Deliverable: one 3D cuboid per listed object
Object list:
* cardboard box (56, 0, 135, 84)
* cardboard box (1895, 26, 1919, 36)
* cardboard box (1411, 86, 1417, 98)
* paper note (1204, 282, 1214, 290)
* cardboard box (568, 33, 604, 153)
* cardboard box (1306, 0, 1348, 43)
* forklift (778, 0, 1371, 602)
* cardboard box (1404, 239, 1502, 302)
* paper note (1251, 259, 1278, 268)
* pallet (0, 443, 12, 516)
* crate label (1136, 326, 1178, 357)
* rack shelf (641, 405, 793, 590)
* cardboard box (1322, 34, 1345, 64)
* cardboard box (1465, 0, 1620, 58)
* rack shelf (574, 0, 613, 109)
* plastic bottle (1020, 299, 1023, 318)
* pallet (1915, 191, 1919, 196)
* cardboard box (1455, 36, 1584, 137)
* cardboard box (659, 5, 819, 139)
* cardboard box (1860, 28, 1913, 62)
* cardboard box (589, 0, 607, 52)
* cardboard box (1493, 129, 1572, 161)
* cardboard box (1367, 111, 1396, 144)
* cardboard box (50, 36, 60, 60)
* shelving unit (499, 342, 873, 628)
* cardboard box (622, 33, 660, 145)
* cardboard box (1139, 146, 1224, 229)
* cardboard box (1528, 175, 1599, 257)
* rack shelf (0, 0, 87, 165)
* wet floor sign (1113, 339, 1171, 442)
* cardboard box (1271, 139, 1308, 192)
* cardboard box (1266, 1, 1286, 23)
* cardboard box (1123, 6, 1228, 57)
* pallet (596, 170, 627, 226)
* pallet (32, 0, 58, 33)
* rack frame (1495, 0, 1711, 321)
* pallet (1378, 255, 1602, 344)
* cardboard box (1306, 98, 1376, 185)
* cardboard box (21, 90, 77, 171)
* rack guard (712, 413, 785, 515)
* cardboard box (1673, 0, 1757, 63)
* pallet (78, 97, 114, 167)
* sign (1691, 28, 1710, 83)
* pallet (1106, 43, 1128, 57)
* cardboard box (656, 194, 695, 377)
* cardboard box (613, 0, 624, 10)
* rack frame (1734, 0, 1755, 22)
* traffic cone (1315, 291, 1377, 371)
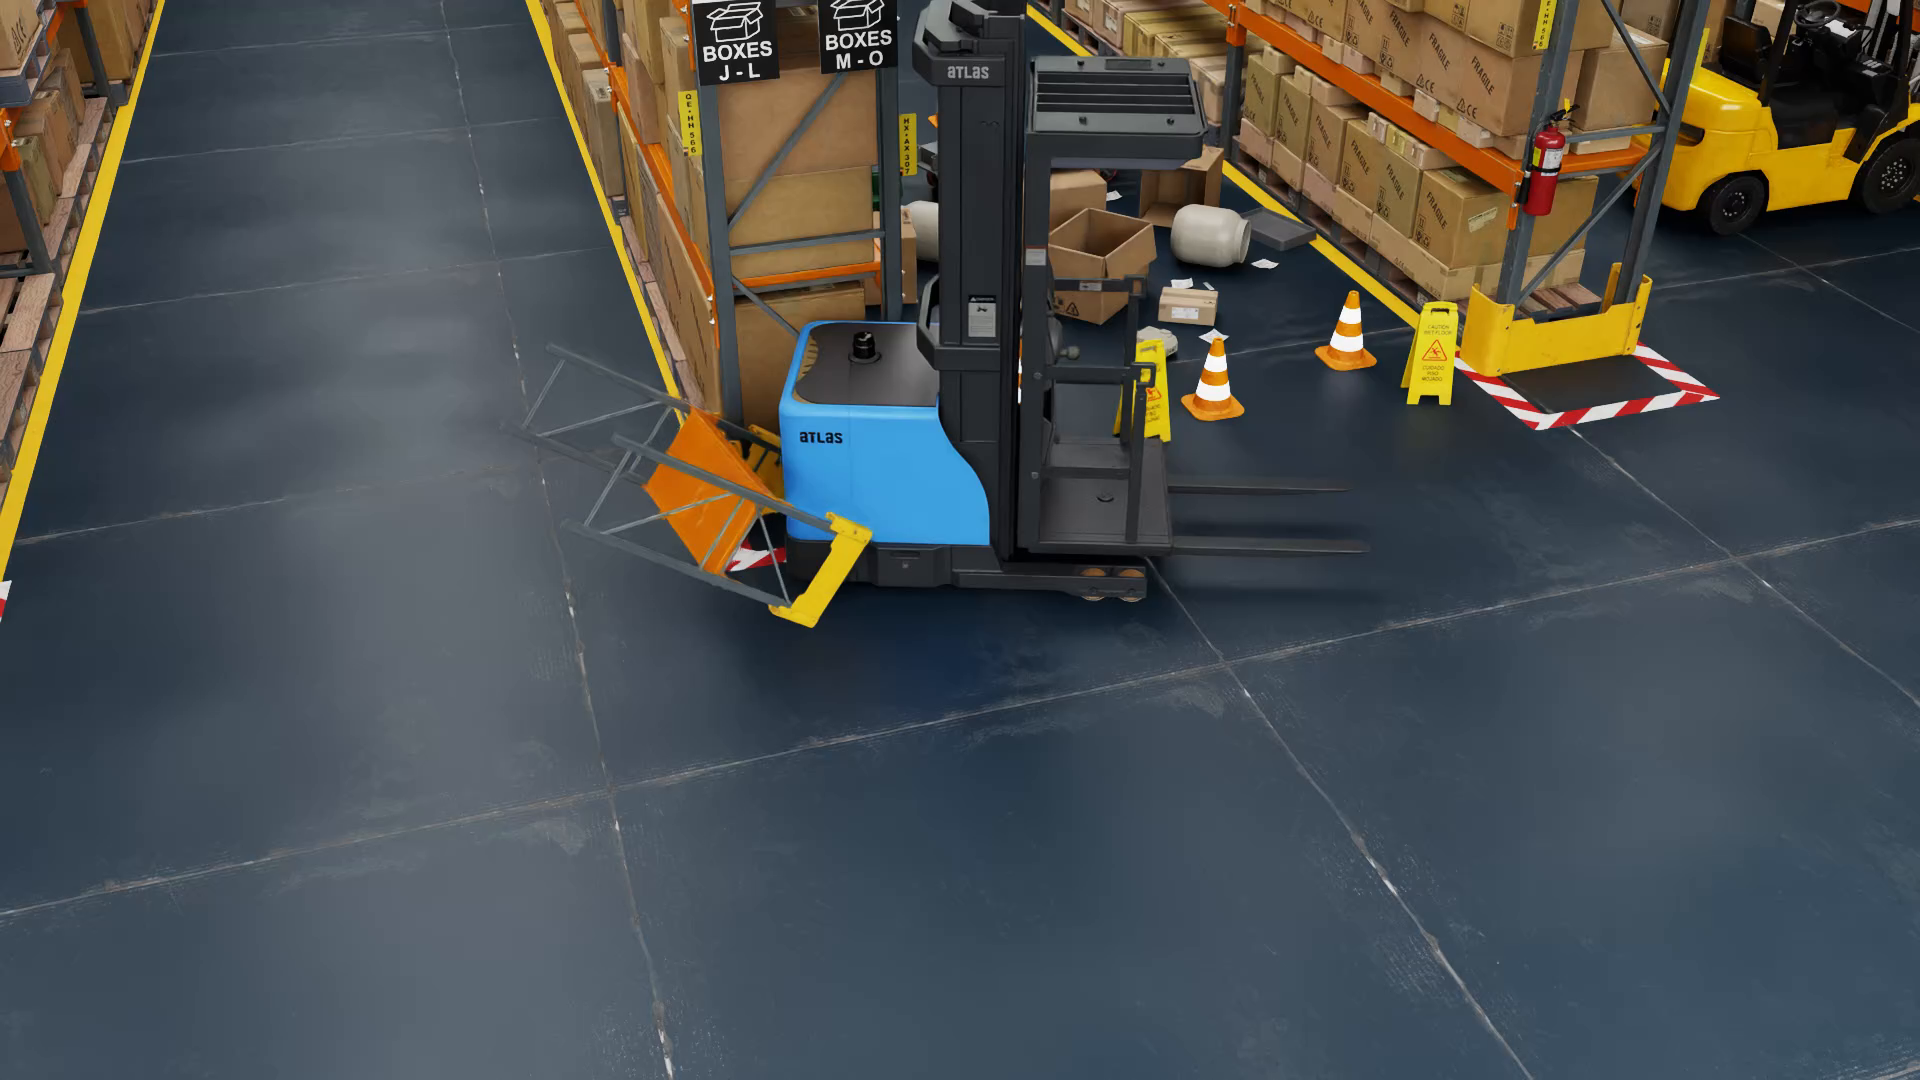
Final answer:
[{"bbox_3d":[-8.188,-4.625,14.894,1.225,0.875,0.875,-12,35,-17],"label":"cardboard box"},{"bbox_3d":[8.031,-4.061,13.701,0.500,0.250,0.500,-10,35,-14],"label":"cardboard box"},{"bbox_3d":[3.270,-3.033,11.166,0.380,0.149,0.250,-10,35,-14],"label":"cardboard box"},{"bbox_3d":[1.762,-1.799,11.783,0.032,0.001,0.123,-10,35,-15],"label":"paper note"},{"bbox_3d":[-2.589,-3.705,13.616,1.050,0.750,0.750,-10,35,-15],"label":"cardboard box"},{"bbox_3d":[2.845,-3.899,11.889,0.500,0.500,0.500,-10,35,-15],"label":"cardboard box"},{"bbox_3d":[0.627,-1.205,8.235,3.031,2.935,1.130,2,33,2],"label":"forklift"},{"bbox_3d":[3.370,-1.856,11.271,0.500,0.250,0.500,-10,35,-15],"label":"cardboard box"},{"bbox_3d":[2.217,-2.010,12.083,0.142,0.019,0.148,-23,40,-31],"label":"paper note"},{"bbox_3d":[-5.795,-0.079,8.997,1.003,0.211,1.213,-10,35,-15],"label":"pallet"},{"bbox_3d":[1.269,-1.288,10.894,0.298,0.136,0.250,27,42,34],"label":"crate label"},{"bbox_3d":[-1.235,-0.221,8.343,0.185,0.538,1.000,24,15,-40],"label":"rack shelf"},{"bbox_3d":[2.832,-3.539,11.932,0.380,0.149,0.250,-10,35,-15],"label":"cardboard box"},{"bbox_3d":[3.517,-3.251,10.001,0.700,0.500,0.500,-11,35,-16],"label":"cardboard box"},{"bbox_3d":[-2.633,-4.401,13.661,1.077,0.370,4.000,-10,35,-15],"label":"rack shelf"},{"bbox_3d":[0.411,-1.601,11.437,0.133,0.061,0.283,-23,40,-31],"label":"plastic bottle"},{"bbox_3d":[7.965,-3.144,13.635,1.003,0.211,1.213,-10,35,-15],"label":"pallet"},{"bbox_3d":[3.453,-2.841,10.287,0.500,0.500,0.500,-11,35,-16],"label":"cardboard box"},{"bbox_3d":[-1.135,-2.539,9.075,0.875,0.550,0.550,-10,35,-15],"label":"cardboard box"},{"bbox_3d":[7.544,-3.982,13.581,0.500,0.250,0.500,-9,34,-13],"label":"cardboard box"},{"bbox_3d":[-2.437,-3.922,12.193,0.500,0.500,0.500,-10,35,-15],"label":"cardboard box"},{"bbox_3d":[3.563,-2.492,10.348,0.380,0.149,0.250,-9,34,-13],"label":"cardboard box"},{"bbox_3d":[3.059,-2.877,11.547,0.380,0.149,0.250,-9,34,-13],"label":"cardboard box"},{"bbox_3d":[-7.765,-4.077,13.706,0.500,0.250,0.500,-9,34,-13],"label":"cardboard box"},{"bbox_3d":[-1.365,-0.281,8.234,1.500,0.587,1.083,24,15,-40],"label":"shelving unit"},{"bbox_3d":[-1.657,-2.934,10.652,0.875,0.550,0.550,-10,35,-15],"label":"cardboard box"},{"bbox_3d":[1.691,-2.703,12.705,0.500,0.500,0.500,13,36,18],"label":"cardboard box"},{"bbox_3d":[3.890,-2.260,11.201,0.500,0.500,0.500,-11,35,-16],"label":"cardboard box"},{"bbox_3d":[-7.387,-3.620,12.479,1.077,0.370,4.000,-10,35,-15],"label":"rack shelf"},{"bbox_3d":[1.092,-0.886,9.826,0.267,0.644,0.232,-16,37,-23],"label":"wet floor sign"},{"bbox_3d":[2.757,-2.931,12.897,0.500,0.250,0.500,-8,34,-12],"label":"cardboard box"},{"bbox_3d":[2.577,-4.088,12.764,0.380,0.149,0.250,-9,35,-13],"label":"cardboard box"},{"bbox_3d":[2.062,-4.632,15.361,0.950,0.372,0.625,-9,34,-13],"label":"cardboard box"},{"bbox_3d":[-2.330,-2.880,13.236,1.003,0.211,1.213,-10,35,-15],"label":"pallet"},{"bbox_3d":[-7.355,-3.858,12.360,1.003,0.211,1.213,-10,35,-15],"label":"pallet"},{"bbox_3d":[3.881,-2.436,10.036,1.000,3.000,0.127,-10,35,-15],"label":"rack frame"},{"bbox_3d":[3.643,-1.745,11.519,1.003,0.211,1.213,-10,35,-15],"label":"pallet"},{"bbox_3d":[2.914,-2.971,12.277,0.500,0.500,0.500,-8,34,-12],"label":"cardboard box"},{"bbox_3d":[-7.413,-3.177,13.024,0.700,0.500,0.500,-7,34,-11],"label":"cardboard box"},{"bbox_3d":[-0.795,-0.495,9.366,1.175,0.500,0.348,-10,35,-15],"label":"rack guard"},{"bbox_3d":[7.217,-4.830,15.431,0.875,0.625,0.625,-8,34,-13],"label":"cardboard box"},{"bbox_3d":[-7.760,-3.396,14.017,1.003,0.211,1.213,-10,35,-15],"label":"pallet"},{"bbox_3d":[4.397,-2.889,9.935,0.100,0.325,0.005,-10,35,-15],"label":"sign"},{"bbox_3d":[2.046,-4.423,15.572,1.003,0.211,1.213,-10,35,-15],"label":"pallet"},{"bbox_3d":[-1.343,-1.646,10.386,0.875,0.875,0.875,-11,35,-15],"label":"cardboard box"},{"bbox_3d":[-1.943,-3.965,11.233,0.875,0.550,0.550,-10,35,-15],"label":"cardboard box"},{"bbox_3d":[7.386,-5.373,14.480,1.000,3.000,0.127,-10,35,-15],"label":"rack frame"},{"bbox_3d":[2.521,-1.387,10.748,0.336,0.463,0.334,-10,35,-15],"label":"traffic cone"}]
